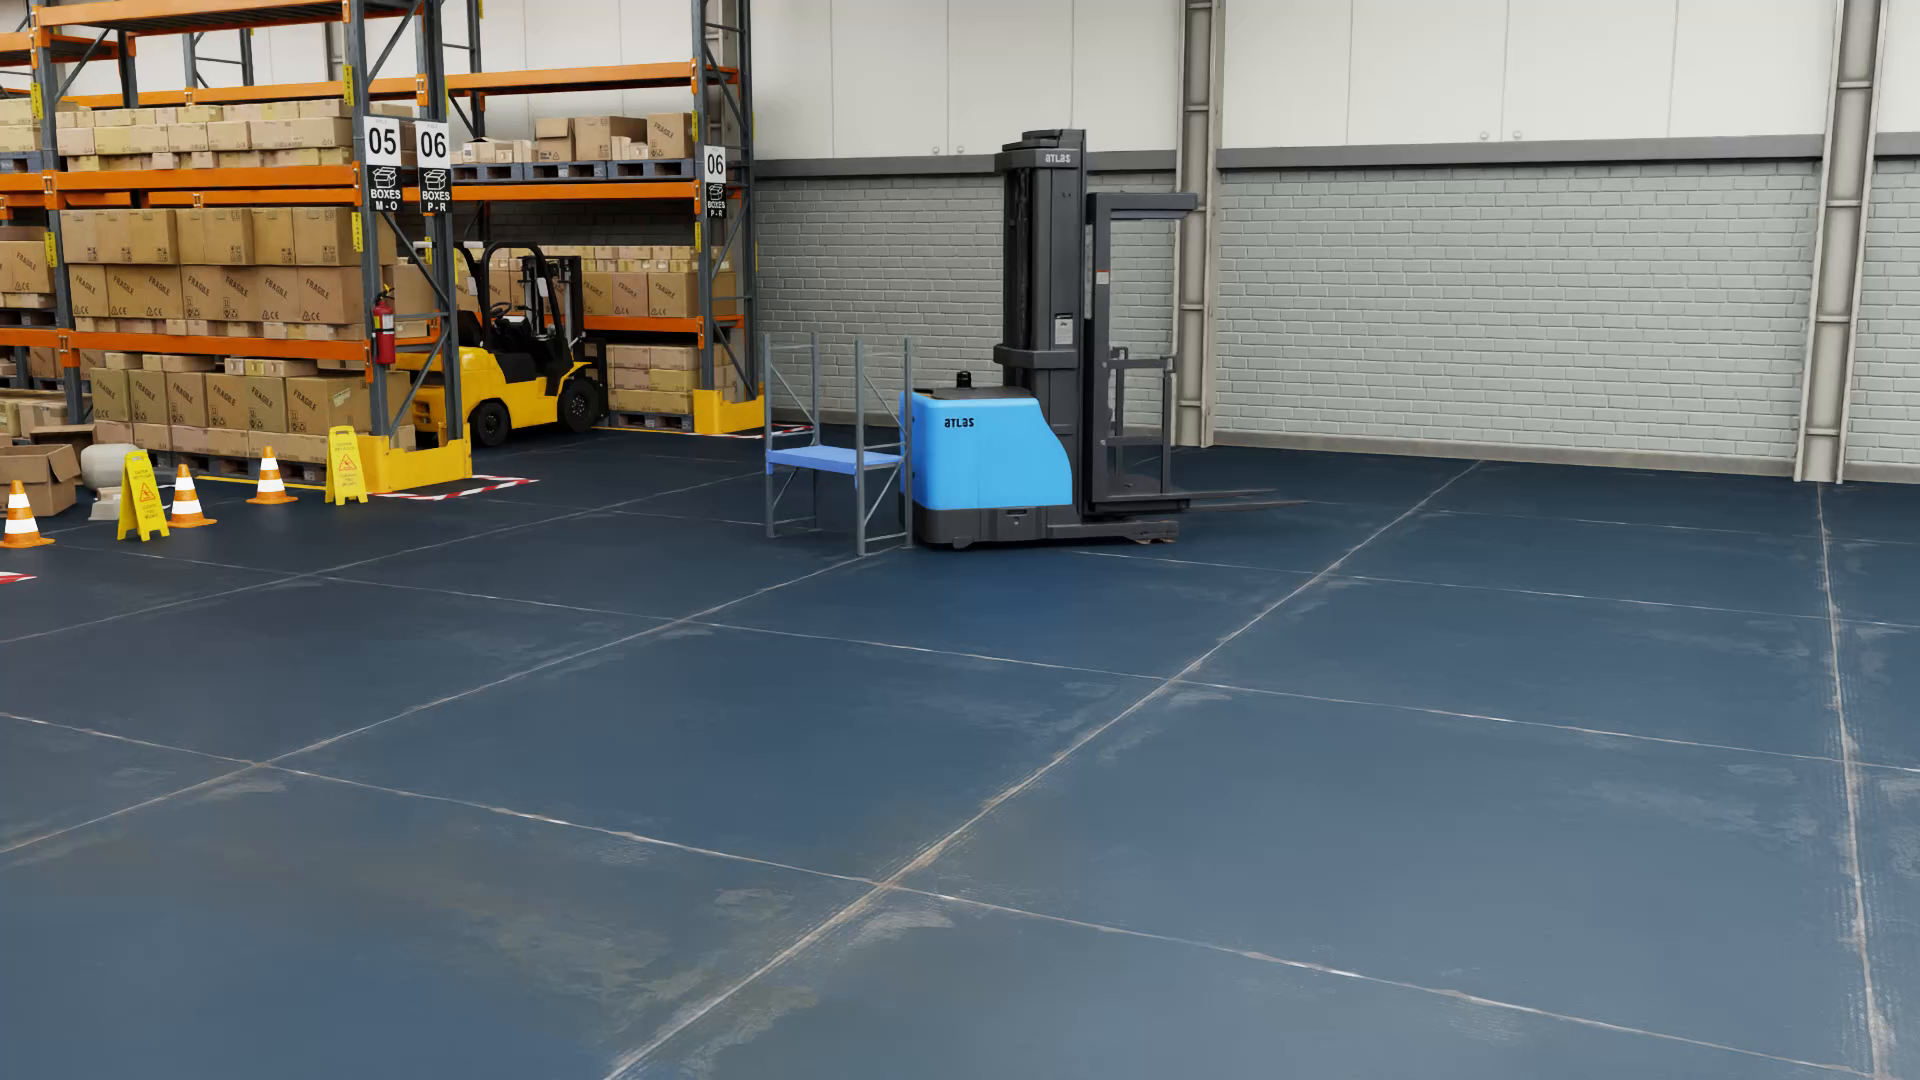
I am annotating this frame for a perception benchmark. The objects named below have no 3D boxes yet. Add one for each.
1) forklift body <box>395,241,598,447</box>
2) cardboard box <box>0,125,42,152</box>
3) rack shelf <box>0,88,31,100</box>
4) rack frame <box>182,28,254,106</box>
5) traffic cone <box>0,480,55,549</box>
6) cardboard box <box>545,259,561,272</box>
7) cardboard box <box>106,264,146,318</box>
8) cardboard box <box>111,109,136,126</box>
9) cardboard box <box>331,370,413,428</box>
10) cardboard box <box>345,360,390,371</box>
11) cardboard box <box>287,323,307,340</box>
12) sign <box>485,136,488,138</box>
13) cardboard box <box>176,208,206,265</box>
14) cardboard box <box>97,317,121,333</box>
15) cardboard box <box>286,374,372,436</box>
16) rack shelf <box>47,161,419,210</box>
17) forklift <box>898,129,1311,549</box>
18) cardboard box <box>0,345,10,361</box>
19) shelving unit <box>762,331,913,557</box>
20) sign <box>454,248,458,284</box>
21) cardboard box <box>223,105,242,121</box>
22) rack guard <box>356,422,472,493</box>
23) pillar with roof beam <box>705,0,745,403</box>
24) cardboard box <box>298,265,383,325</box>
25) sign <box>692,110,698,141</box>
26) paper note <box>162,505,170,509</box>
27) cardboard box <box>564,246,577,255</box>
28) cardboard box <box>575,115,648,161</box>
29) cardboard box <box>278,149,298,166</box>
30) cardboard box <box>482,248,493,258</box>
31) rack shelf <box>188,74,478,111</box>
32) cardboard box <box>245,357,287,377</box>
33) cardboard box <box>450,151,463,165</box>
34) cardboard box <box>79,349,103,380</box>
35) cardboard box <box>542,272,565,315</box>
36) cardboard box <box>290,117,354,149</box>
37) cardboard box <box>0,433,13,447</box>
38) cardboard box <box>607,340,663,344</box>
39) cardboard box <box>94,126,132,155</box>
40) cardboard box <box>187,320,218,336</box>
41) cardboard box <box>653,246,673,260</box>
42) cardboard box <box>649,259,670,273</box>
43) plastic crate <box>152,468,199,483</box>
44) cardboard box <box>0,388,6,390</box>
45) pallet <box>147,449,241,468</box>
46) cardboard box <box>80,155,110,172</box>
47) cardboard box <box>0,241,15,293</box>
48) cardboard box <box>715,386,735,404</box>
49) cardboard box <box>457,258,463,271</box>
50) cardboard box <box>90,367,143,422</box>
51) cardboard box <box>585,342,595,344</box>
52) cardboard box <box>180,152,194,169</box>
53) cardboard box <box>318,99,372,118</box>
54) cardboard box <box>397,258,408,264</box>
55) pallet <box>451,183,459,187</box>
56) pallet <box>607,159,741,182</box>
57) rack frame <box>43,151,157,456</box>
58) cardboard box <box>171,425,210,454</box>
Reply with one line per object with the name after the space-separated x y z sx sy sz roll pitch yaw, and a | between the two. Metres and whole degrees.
-5.170 -2.212 18.412 1.214 2.155 2.313 5 11 26 | forklift body
-9.031 -3.925 16.316 0.500 0.250 0.500 5 11 25 | cardboard box
-15.218 -6.471 24.747 4.000 0.370 1.077 5 11 26 | rack shelf
-9.837 -6.354 22.070 0.127 3.000 1.000 5 11 26 | rack frame
-6.803 -0.200 12.037 0.334 0.463 0.336 5 11 26 | traffic cone
-4.702 -3.263 19.734 0.250 0.149 0.380 5 11 25 | cardboard box
-7.711 -2.374 15.810 0.500 0.500 0.500 5 11 26 | cardboard box
-7.602 -3.898 15.391 0.250 0.149 0.380 5 11 25 | cardboard box
-5.478 -1.311 15.485 0.500 0.500 0.500 5 11 24 | cardboard box
-7.415 -2.227 21.599 0.625 0.625 0.875 5 11 25 | cardboard box
-5.782 -1.876 14.879 0.250 0.149 0.380 5 11 25 | cardboard box
-6.006 -4.945 21.033 0.005 0.325 0.100 5 11 26 | sign
-6.750 -2.798 15.342 0.500 0.500 0.700 5 11 25 | cardboard box
-8.053 -2.082 16.019 0.250 0.149 0.380 5 12 27 | cardboard box
-5.689 -1.223 14.999 0.500 0.500 0.500 5 11 26 | cardboard box
-6.649 -3.258 15.407 4.000 0.370 1.077 5 11 26 | rack shelf
1.109 -1.500 12.290 3.031 2.935 1.130 -3 11 -14 | forklift
-14.824 -2.790 25.064 0.500 0.500 0.700 5 11 24 | cardboard box
-0.887 -0.720 11.996 0.538 1.500 1.048 -10 14 -44 | shelving unit
-4.616 -2.491 15.141 0.005 0.325 0.100 5 11 26 | sign
-6.385 -3.820 14.957 0.250 0.149 0.380 5 11 24 | cardboard box
-4.924 -0.754 14.995 0.348 0.500 1.175 5 11 26 | rack guard
-4.793 -5.235 15.886 0.400 9.000 9.100 5 11 26 | pillar with roof beam
-5.464 -2.173 14.697 0.500 0.500 0.500 5 11 25 | cardboard box
-2.915 -4.559 18.309 0.005 0.325 0.100 5 11 26 | sign
-6.584 -0.274 13.659 0.142 0.019 0.148 1 10 6 | paper note
-4.455 -3.401 19.660 0.250 0.149 0.380 5 11 27 | cardboard box
-4.042 -4.645 19.310 0.500 0.500 0.700 5 11 26 | cardboard box
-5.760 -3.355 14.628 0.250 0.149 0.380 5 12 28 | cardboard box
-5.588 -3.504 20.232 0.250 0.149 0.380 5 11 25 | cardboard box
-8.043 -5.646 21.299 4.000 0.370 1.077 5 11 26 | rack shelf
-6.272 -1.580 15.154 0.250 0.149 0.380 5 12 27 | cardboard box
-5.982 -4.611 20.108 0.250 0.149 0.380 5 12 27 | cardboard box
-12.162 -2.539 23.677 0.500 0.500 0.500 5 11 24 | cardboard box
-4.597 -2.938 19.761 0.500 0.500 0.500 5 11 26 | cardboard box
-5.434 -3.524 14.444 0.500 0.250 0.500 5 11 25 | cardboard box
-8.393 -0.623 13.880 0.503 0.637 0.797 5 11 26 | cardboard box
-3.903 -2.265 20.057 0.500 0.250 0.500 5 11 25 | cardboard box
-7.703 -3.725 15.551 0.500 0.250 0.500 5 11 25 | cardboard box
-6.921 -1.976 15.433 0.250 0.149 0.380 5 11 26 | cardboard box
-3.312 -3.295 19.078 0.250 0.149 0.380 5 11 26 | cardboard box
-3.340 -3.138 19.043 0.250 0.149 0.380 5 12 27 | cardboard box
-7.398 -0.602 15.334 0.583 0.080 0.402 1 10 6 | plastic crate
-10.862 -1.419 17.850 0.625 0.372 0.950 5 11 25 | cardboard box
-7.825 -0.874 16.468 1.213 0.211 1.003 5 11 26 | pallet
-8.063 -3.552 15.718 0.250 0.149 0.380 5 11 26 | cardboard box
-9.404 -2.734 16.621 0.500 0.500 0.500 5 11 26 | cardboard box
-3.017 -1.695 19.715 0.500 0.250 0.500 5 11 26 | cardboard box
-6.080 -3.388 20.425 0.250 0.149 0.380 5 11 25 | cardboard box
-8.033 -1.427 16.126 0.500 0.500 0.500 6 12 29 | cardboard box
-4.582 -2.222 19.820 0.500 0.250 0.500 5 11 25 | cardboard box
-6.887 -3.460 15.210 0.250 0.149 0.380 5 11 26 | cardboard box
-5.290 -3.703 14.310 0.250 0.149 0.380 5 11 26 | cardboard box
-6.894 -3.464 20.845 0.250 0.149 0.380 5 11 25 | cardboard box
-7.046 -4.536 20.985 1.217 0.209 0.805 5 11 24 | pallet
-3.285 -4.264 19.192 1.213 0.211 1.003 5 11 26 | pallet
-8.443 -2.294 16.481 0.127 3.000 1.000 5 11 26 | rack frame
-7.072 -0.976 15.742 0.500 0.250 0.500 5 11 25 | cardboard box
